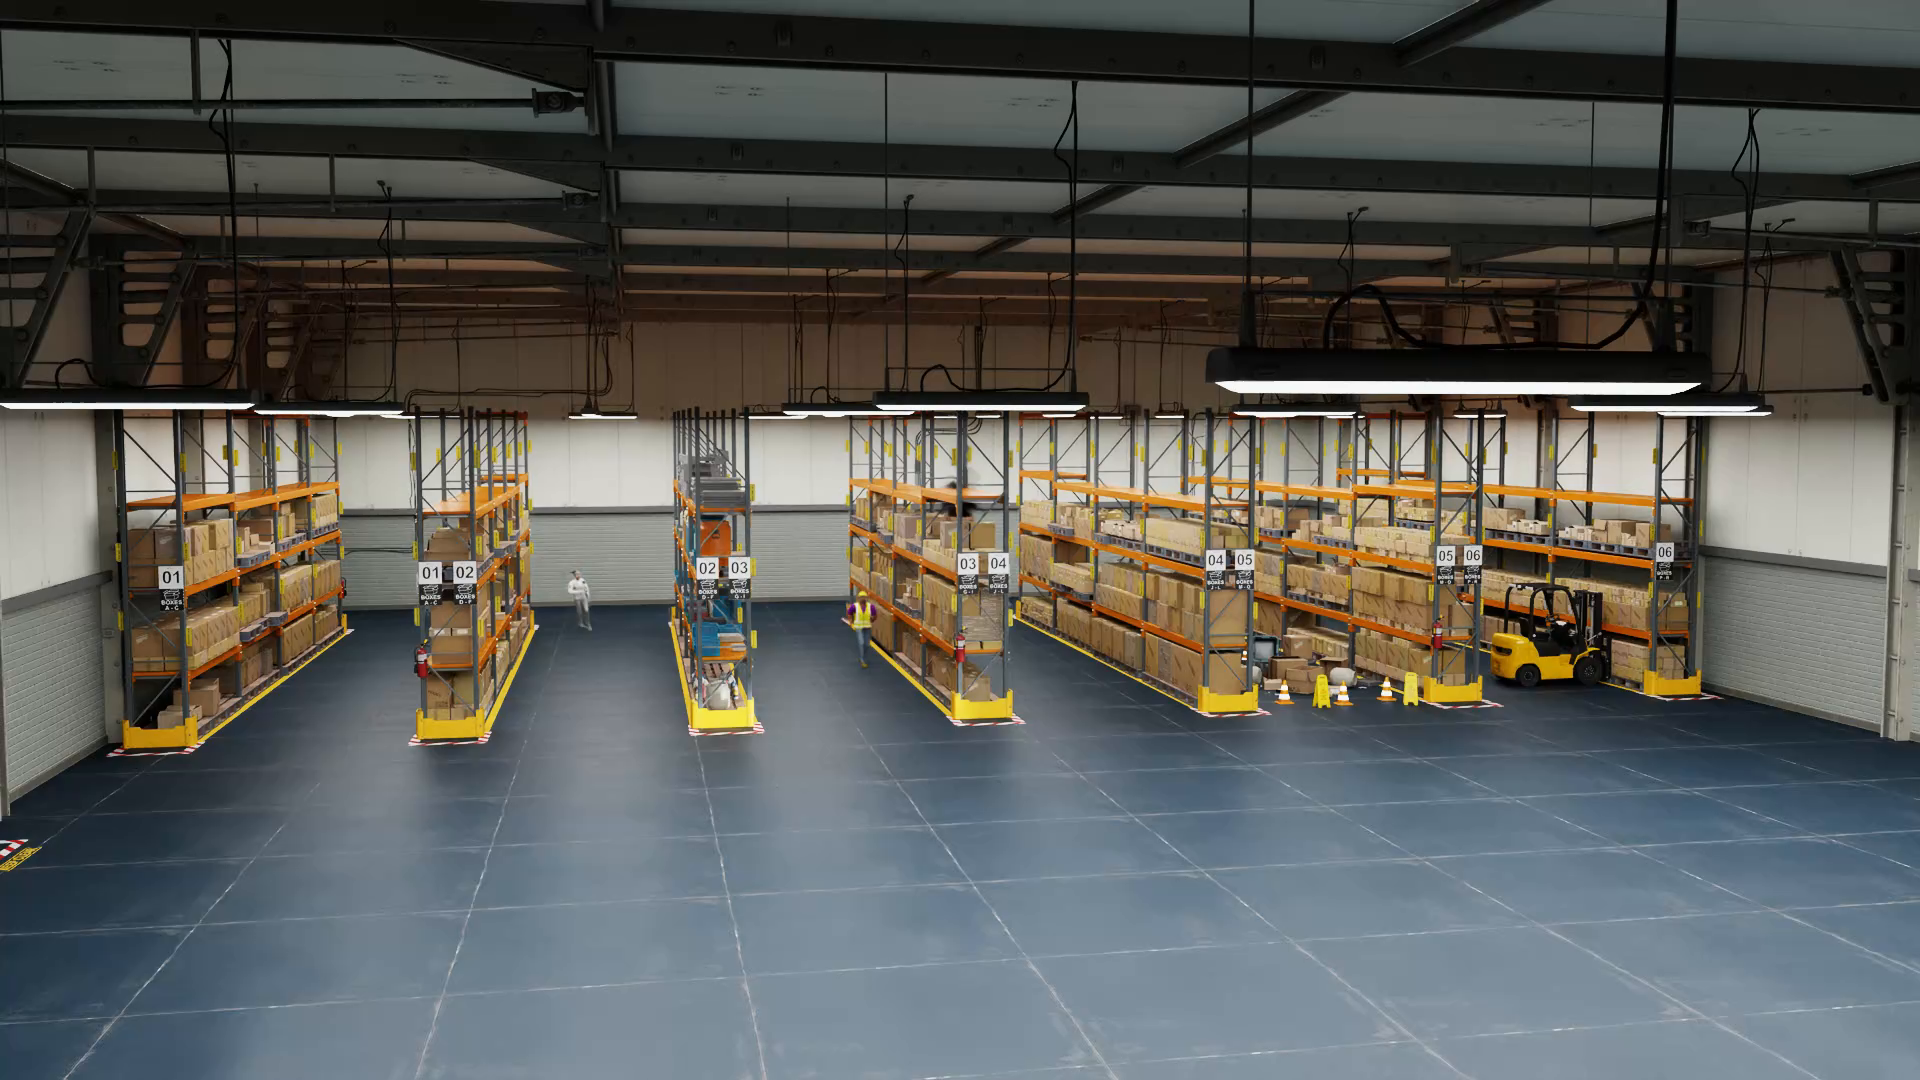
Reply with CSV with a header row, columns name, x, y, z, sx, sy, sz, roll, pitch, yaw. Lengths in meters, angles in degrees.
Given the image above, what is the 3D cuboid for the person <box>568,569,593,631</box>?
name,x,y,z,sx,sy,sz,roll,pitch,yaw
person,-10.481,1.637,45.699,0.620,1.696,0.829,-2,5,-31

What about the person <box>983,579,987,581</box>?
name,x,y,z,sx,sy,sz,roll,pitch,yaw
person,0.361,1.425,48.478,0.795,1.750,0.752,4,5,41

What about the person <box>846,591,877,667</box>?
name,x,y,z,sx,sy,sz,roll,pitch,yaw
person,-2.274,2.070,38.952,0.722,1.757,0.835,-1,4,-18
